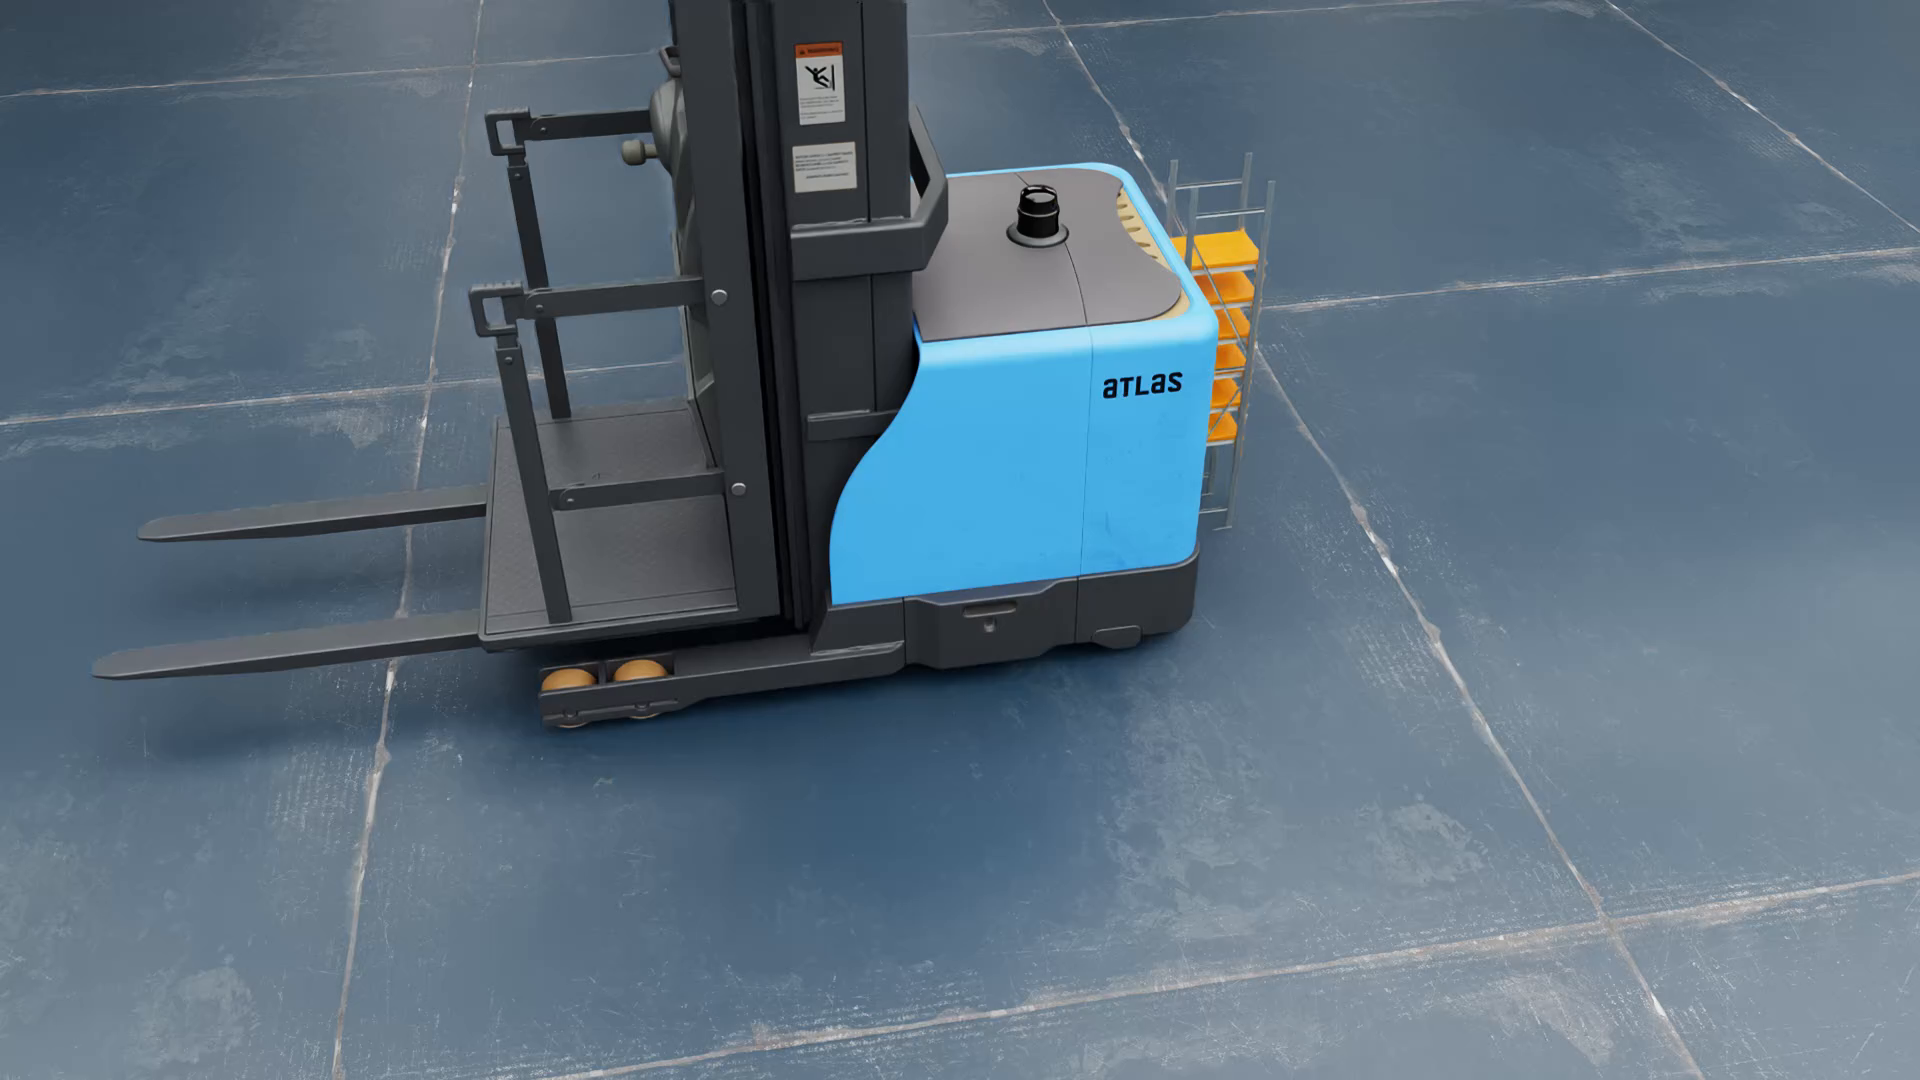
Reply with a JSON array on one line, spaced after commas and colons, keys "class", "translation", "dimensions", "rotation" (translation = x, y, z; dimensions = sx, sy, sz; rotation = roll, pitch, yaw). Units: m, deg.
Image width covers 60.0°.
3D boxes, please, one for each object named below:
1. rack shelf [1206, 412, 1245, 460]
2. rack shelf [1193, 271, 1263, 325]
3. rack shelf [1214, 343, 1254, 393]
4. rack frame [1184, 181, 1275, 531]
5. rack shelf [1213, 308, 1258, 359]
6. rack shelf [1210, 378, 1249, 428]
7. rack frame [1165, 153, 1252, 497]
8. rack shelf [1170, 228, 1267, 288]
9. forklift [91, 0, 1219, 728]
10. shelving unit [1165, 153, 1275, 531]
[{"class": "rack shelf", "translation": [0.728, -0.326, 5.155], "dimensions": [0.258, 0.103, 0.180], "rotation": [-7, 38, -9]}, {"class": "rack shelf", "translation": [0.728, -0.705, 4.861], "dimensions": [0.258, 0.103, 0.180], "rotation": [-7, 38, -9]}, {"class": "rack shelf", "translation": [0.728, -0.516, 5.008], "dimensions": [0.258, 0.103, 0.180], "rotation": [-7, 38, -9]}, {"class": "rack frame", "translation": [0.747, -0.496, 4.910], "dimensions": [0.240, 1.200, 0.006], "rotation": [-7, 38, -9]}, {"class": "rack shelf", "translation": [0.728, -0.610, 4.934], "dimensions": [0.258, 0.103, 0.180], "rotation": [-7, 38, -9]}, {"class": "rack shelf", "translation": [0.728, -0.421, 5.082], "dimensions": [0.258, 0.103, 0.180], "rotation": [-7, 38, -9]}, {"class": "rack frame", "translation": [0.709, -0.606, 5.051], "dimensions": [0.240, 1.200, 0.006], "rotation": [-7, 38, -9]}, {"class": "rack shelf", "translation": [0.728, -0.800, 4.787], "dimensions": [0.258, 0.103, 0.180], "rotation": [-7, 38, -9]}, {"class": "forklift", "translation": [-0.886, -0.992, 4.138], "dimensions": [3.031, 2.935, 1.130], "rotation": [-7, 38, -8]}, {"class": "shelving unit", "translation": [0.728, -0.551, 4.981], "dimensions": [0.258, 1.200, 0.189], "rotation": [-7, 38, -9]}]
